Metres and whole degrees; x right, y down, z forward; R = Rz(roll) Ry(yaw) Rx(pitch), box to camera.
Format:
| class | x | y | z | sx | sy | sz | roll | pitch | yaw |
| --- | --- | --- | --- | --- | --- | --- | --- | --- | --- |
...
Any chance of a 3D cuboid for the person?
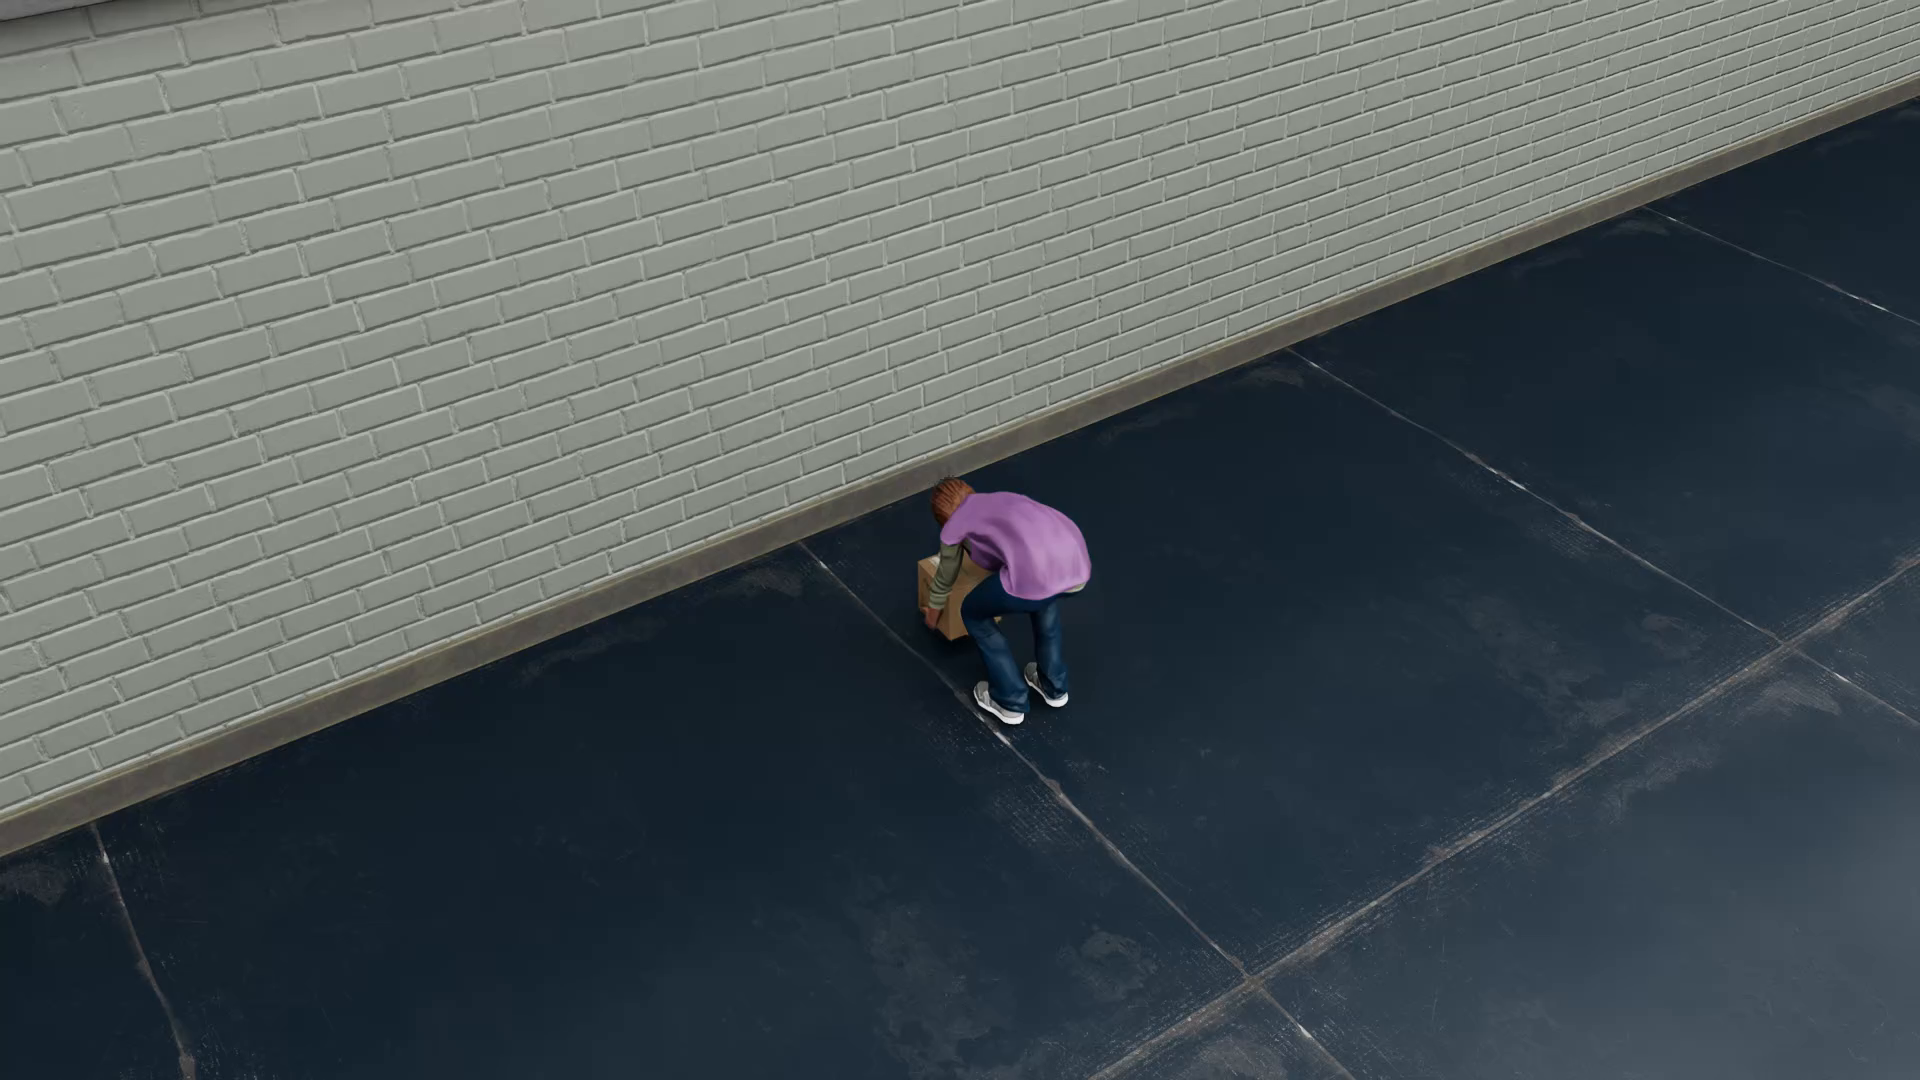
| class | x | y | z | sx | sy | sz | roll | pitch | yaw |
| --- | --- | --- | --- | --- | --- | --- | --- | --- | --- |
| person | 0.154 | 0.201 | 6.481 | 0.416 | 0.886 | 0.860 | -22 | 42 | -27 |
